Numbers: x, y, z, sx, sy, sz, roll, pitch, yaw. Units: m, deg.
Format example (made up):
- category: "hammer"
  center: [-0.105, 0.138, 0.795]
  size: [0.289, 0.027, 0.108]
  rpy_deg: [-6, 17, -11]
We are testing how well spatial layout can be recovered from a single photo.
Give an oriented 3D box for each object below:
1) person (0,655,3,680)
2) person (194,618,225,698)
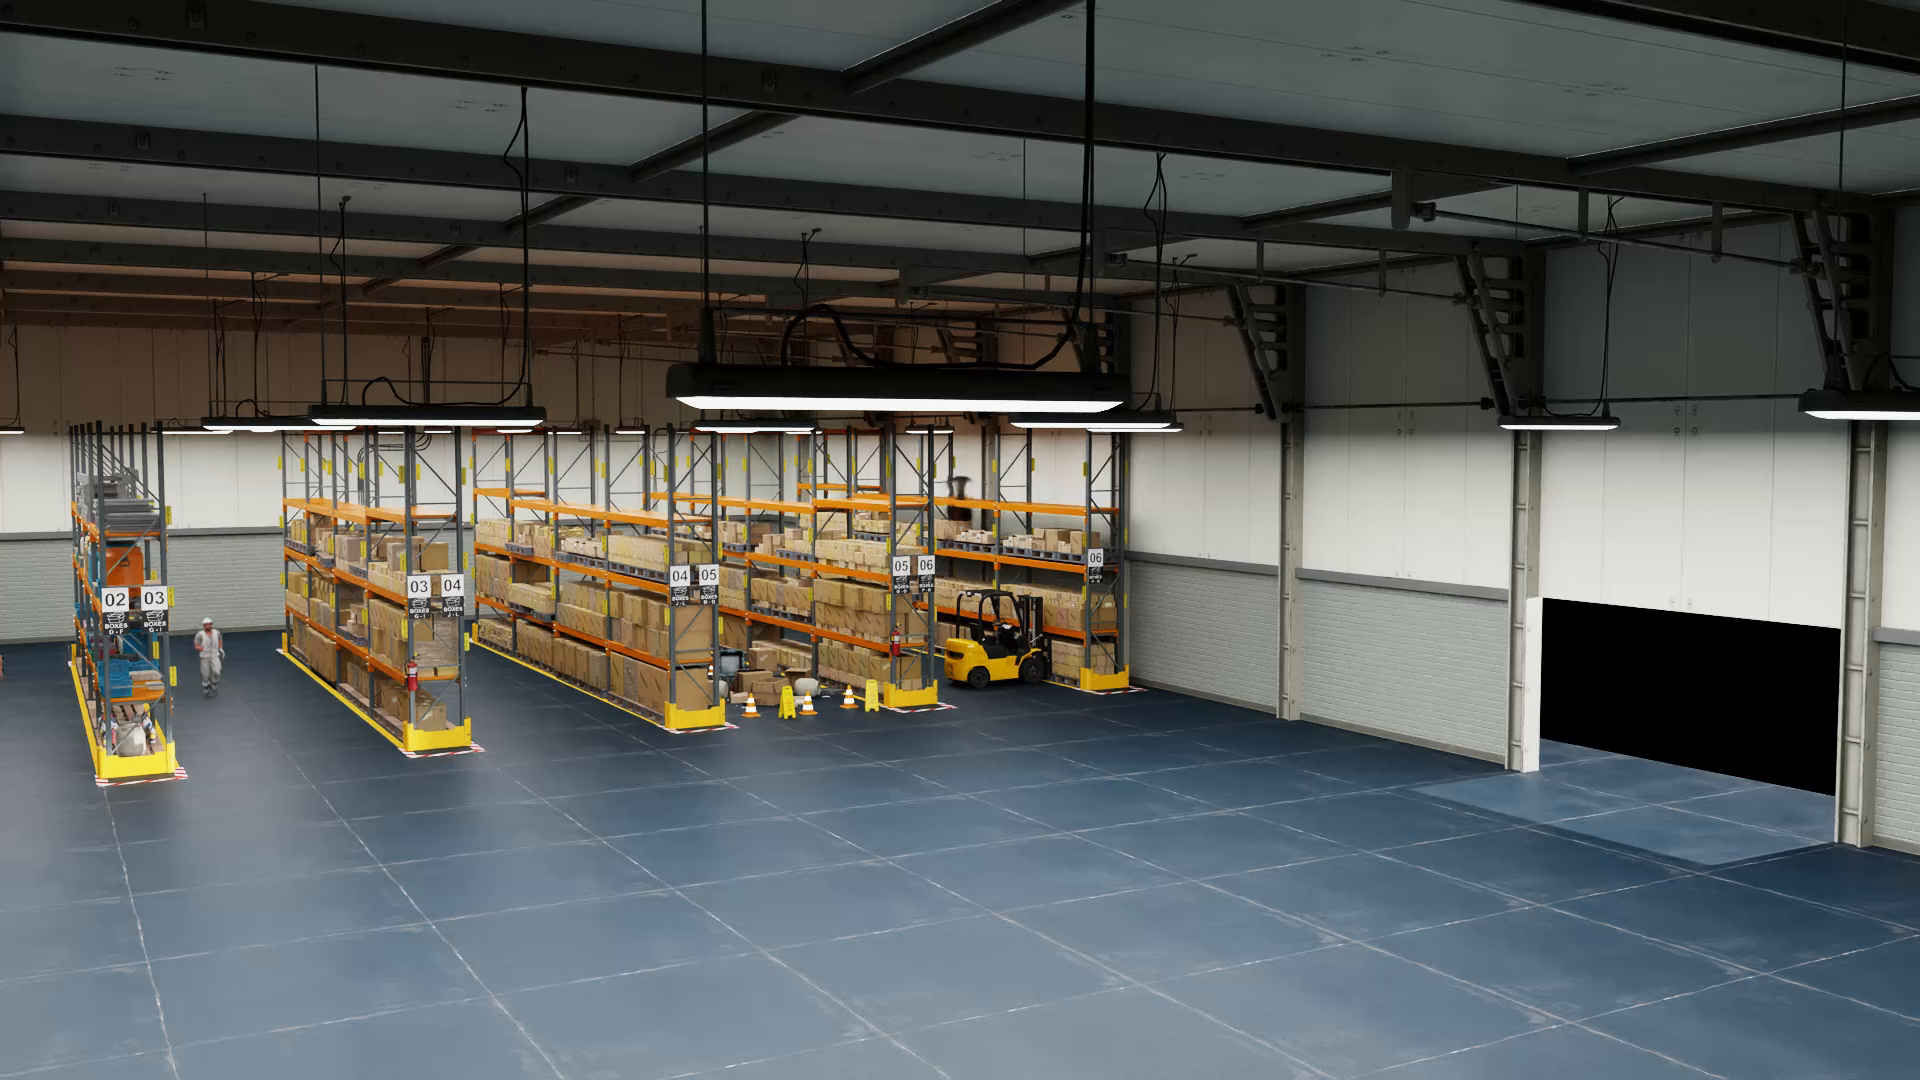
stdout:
- category: "person"
  center: [-19.774, 2.790, 33.729]
  size: [0.662, 1.723, 0.697]
  rpy_deg: [-3, 5, -42]
- category: "person"
  center: [-16.403, 2.582, 36.377]
  size: [0.637, 1.766, 0.778]
  rpy_deg: [-2, 4, -33]
